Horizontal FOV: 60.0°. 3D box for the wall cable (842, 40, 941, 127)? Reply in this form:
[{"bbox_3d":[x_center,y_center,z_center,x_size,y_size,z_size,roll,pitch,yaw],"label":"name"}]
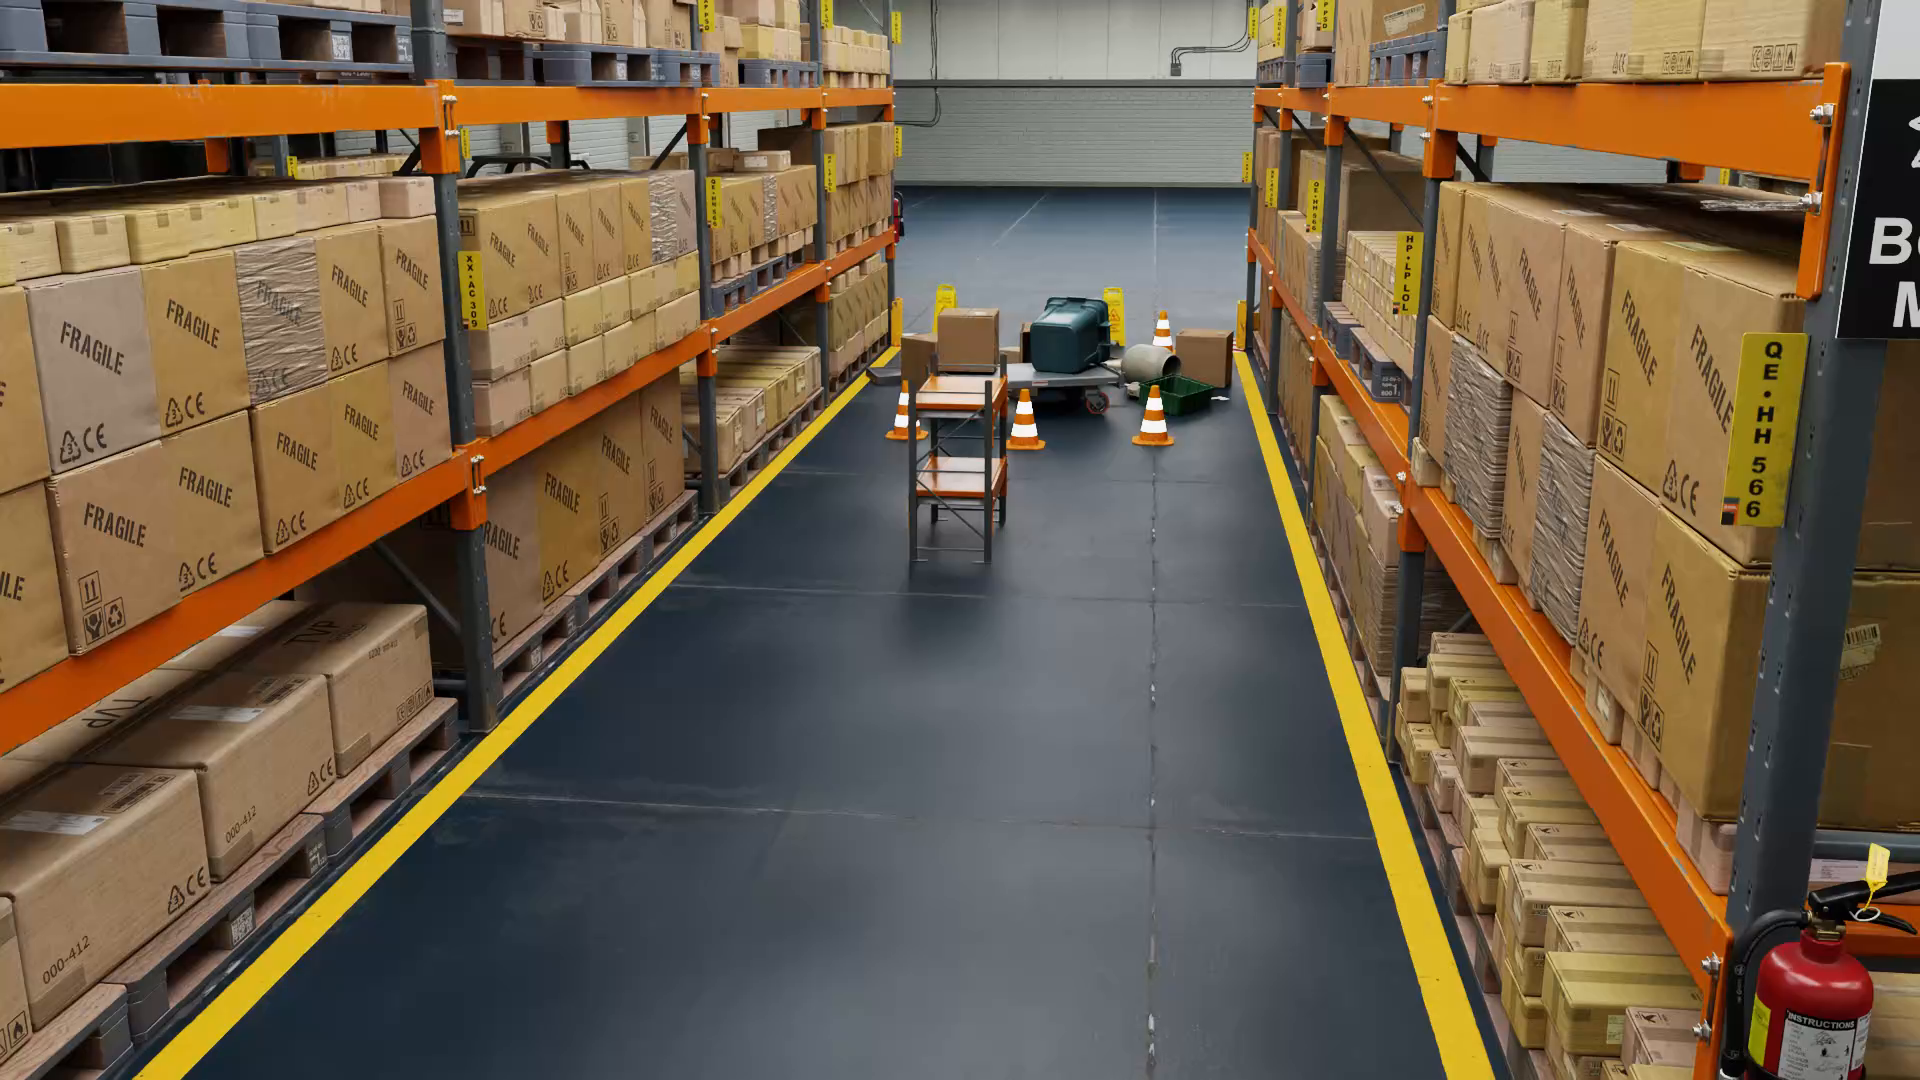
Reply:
[{"bbox_3d":[-2.117,-13.611,49.708,3.097,2.526,0.112,2,15,6],"label":"wall cable"}]

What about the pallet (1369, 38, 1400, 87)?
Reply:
[{"bbox_3d":[2.623,-2.268,7.918,1.213,0.211,1.003,2,15,6],"label":"pallet"}]

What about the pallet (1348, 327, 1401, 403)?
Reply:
[{"bbox_3d":[2.602,-0.915,8.668,1.003,0.211,1.213,2,15,6],"label":"pallet"}]

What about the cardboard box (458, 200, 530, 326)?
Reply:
[{"bbox_3d":[-2.261,-1.241,7.399,0.500,0.500,0.500,2,15,7],"label":"cardboard box"}]

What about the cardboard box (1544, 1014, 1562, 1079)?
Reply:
[{"bbox_3d":[1.793,1.383,4.457,0.380,0.149,0.250,2,15,7],"label":"cardboard box"}]

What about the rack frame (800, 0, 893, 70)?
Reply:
[{"bbox_3d":[-1.242,-6.613,17.878,1.000,3.000,0.127,2,15,6],"label":"rack frame"}]

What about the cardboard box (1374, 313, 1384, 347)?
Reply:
[{"bbox_3d":[2.356,-1.082,8.595,0.380,0.149,0.250,1,15,4],"label":"cardboard box"}]

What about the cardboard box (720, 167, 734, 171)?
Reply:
[{"bbox_3d":[-2.087,-2.831,13.819,0.500,0.500,0.500,2,15,6],"label":"cardboard box"}]

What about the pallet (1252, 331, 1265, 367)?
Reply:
[{"bbox_3d":[3.675,-2.042,17.808,1.003,0.211,1.213,2,15,6],"label":"pallet"}]

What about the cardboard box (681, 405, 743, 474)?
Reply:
[{"bbox_3d":[-2.071,-0.723,11.817,0.950,0.372,0.625,1,15,2],"label":"cardboard box"}]

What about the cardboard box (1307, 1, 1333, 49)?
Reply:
[{"bbox_3d":[2.605,-3.458,11.133,0.500,0.311,0.500,2,15,6],"label":"cardboard box"}]

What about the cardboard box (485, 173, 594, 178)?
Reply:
[{"bbox_3d":[-2.490,-1.923,9.921,0.500,0.500,0.500,2,15,6],"label":"cardboard box"}]

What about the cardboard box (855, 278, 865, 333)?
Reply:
[{"bbox_3d":[-1.250,-2.336,16.579,0.500,0.500,0.500,3,15,9],"label":"cardboard box"}]

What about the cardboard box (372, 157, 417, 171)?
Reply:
[{"bbox_3d":[-6.026,-4.001,17.709,0.380,0.149,0.250,2,15,8],"label":"cardboard box"}]

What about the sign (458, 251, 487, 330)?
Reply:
[{"bbox_3d":[-2.045,-1.045,6.969,0.100,0.325,0.005,2,15,6],"label":"sign"}]

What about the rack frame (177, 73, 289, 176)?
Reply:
[{"bbox_3d":[-6.626,-2.825,15.362,1.000,3.000,0.127,2,15,6],"label":"rack frame"}]

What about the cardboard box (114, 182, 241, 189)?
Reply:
[{"bbox_3d":[-2.890,-1.240,6.151,0.380,0.149,0.250,2,15,6],"label":"cardboard box"}]

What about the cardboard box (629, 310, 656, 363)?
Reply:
[{"bbox_3d":[-2.059,-1.168,9.521,0.500,0.250,0.500,2,15,6],"label":"cardboard box"}]

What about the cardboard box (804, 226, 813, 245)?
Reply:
[{"bbox_3d":[-1.477,-2.619,14.279,0.380,0.149,0.250,2,15,7],"label":"cardboard box"}]

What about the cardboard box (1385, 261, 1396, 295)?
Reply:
[{"bbox_3d":[2.333,-1.302,8.266,0.380,0.149,0.250,1,15,4],"label":"cardboard box"}]

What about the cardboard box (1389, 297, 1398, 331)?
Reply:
[{"bbox_3d":[2.299,-1.090,8.054,0.380,0.149,0.250,1,15,3],"label":"cardboard box"}]

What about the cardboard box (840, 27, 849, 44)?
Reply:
[{"bbox_3d":[-1.238,-4.667,15.383,0.380,0.149,0.250,2,15,6],"label":"cardboard box"}]

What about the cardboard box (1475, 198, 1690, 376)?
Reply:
[{"bbox_3d":[1.910,-0.785,5.142,0.500,0.500,0.500,2,15,7],"label":"cardboard box"}]

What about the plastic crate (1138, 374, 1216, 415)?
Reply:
[{"bbox_3d":[1.954,-1.314,15.052,0.450,0.188,0.662,22,25,31],"label":"plastic crate"}]

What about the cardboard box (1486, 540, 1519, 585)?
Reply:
[{"bbox_3d":[1.876,0.043,5.238,0.380,0.149,0.250,2,15,9],"label":"cardboard box"}]

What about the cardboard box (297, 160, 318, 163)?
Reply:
[{"bbox_3d":[-6.714,-3.753,16.789,0.380,0.149,0.250,2,15,6],"label":"cardboard box"}]

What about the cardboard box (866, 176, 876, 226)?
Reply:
[{"bbox_3d":[-1.151,-3.501,17.100,0.500,0.500,0.500,2,15,6],"label":"cardboard box"}]

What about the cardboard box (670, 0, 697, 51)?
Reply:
[{"bbox_3d":[-2.037,-3.240,10.150,0.797,0.503,0.637,1,15,3],"label":"cardboard box"}]

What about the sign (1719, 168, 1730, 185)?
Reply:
[{"bbox_3d":[8.065,-3.859,17.528,0.100,0.325,0.005,2,15,6],"label":"sign"}]

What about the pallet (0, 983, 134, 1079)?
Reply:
[{"bbox_3d":[-3.035,1.569,4.454,1.003,0.211,1.213,2,15,6],"label":"pallet"}]

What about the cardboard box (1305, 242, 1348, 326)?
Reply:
[{"bbox_3d":[2.569,-1.695,10.994,0.500,0.500,0.500,2,15,6],"label":"cardboard box"}]

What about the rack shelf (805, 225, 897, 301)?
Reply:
[{"bbox_3d":[-1.468,-2.851,16.837,1.077,0.370,4.000,2,15,6],"label":"rack shelf"}]

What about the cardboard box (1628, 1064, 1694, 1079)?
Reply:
[{"bbox_3d":[1.690,1.294,3.648,0.380,0.149,0.250,2,15,7],"label":"cardboard box"}]

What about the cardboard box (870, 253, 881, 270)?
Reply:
[{"bbox_3d":[-1.048,-2.955,17.627,0.380,0.149,0.250,2,15,8],"label":"cardboard box"}]

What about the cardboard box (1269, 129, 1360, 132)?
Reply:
[{"bbox_3d":[3.637,-3.951,17.169,0.875,0.550,0.550,2,15,6],"label":"cardboard box"}]

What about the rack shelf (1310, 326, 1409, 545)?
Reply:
[{"bbox_3d":[2.559,-0.656,8.721,1.077,0.370,4.000,2,15,6],"label":"rack shelf"}]

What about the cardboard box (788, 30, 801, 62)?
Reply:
[{"bbox_3d":[-1.615,-4.102,13.822,0.500,0.250,0.500,1,15,5],"label":"cardboard box"}]

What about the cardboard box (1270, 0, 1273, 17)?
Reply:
[{"bbox_3d":[3.132,-5.021,15.694,0.380,0.149,0.250,2,15,7],"label":"cardboard box"}]

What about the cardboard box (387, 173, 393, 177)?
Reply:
[{"bbox_3d":[-6.056,-3.792,17.505,0.380,0.149,0.250,2,15,7],"label":"cardboard box"}]

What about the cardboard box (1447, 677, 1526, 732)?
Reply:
[{"bbox_3d":[2.019,0.621,6.135,0.380,0.149,0.250,1,15,5],"label":"cardboard box"}]

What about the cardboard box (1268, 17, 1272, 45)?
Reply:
[{"bbox_3d":[3.208,-4.857,15.853,0.500,0.250,0.500,2,15,6],"label":"cardboard box"}]

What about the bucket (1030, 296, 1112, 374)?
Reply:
[{"bbox_3d":[0.961,-1.817,14.993,0.726,0.611,0.620,7,27,25],"label":"bucket"}]

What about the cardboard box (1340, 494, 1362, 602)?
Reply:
[{"bbox_3d":[2.287,0.054,8.702,0.500,0.500,0.500,1,15,5],"label":"cardboard box"}]

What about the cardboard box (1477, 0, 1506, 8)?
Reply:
[{"bbox_3d":[1.980,-1.855,5.359,0.500,0.250,0.500,2,15,6],"label":"cardboard box"}]

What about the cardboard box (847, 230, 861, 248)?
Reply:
[{"bbox_3d":[-1.186,-2.962,16.351,0.380,0.149,0.250,2,15,7],"label":"cardboard box"}]

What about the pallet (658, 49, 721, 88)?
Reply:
[{"bbox_3d":[-2.165,-2.830,9.998,1.213,0.211,1.003,2,15,9],"label":"pallet"}]

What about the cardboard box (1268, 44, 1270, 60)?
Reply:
[{"bbox_3d":[3.131,-4.637,15.804,0.380,0.149,0.250,2,15,6],"label":"cardboard box"}]

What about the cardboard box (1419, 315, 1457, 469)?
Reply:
[{"bbox_3d":[2.027,-0.556,6.210,0.500,0.500,0.500,1,15,5],"label":"cardboard box"}]

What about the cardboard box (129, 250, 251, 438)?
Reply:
[{"bbox_3d":[-2.553,-0.612,5.070,0.500,0.500,0.500,2,15,6],"label":"cardboard box"}]

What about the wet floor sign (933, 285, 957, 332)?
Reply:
[{"bbox_3d":[-0.158,-2.598,19.035,0.267,0.644,0.232,7,17,25],"label":"wet floor sign"}]

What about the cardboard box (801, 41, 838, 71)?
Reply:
[{"bbox_3d":[-1.372,-4.305,14.806,0.500,0.250,0.500,1,15,5],"label":"cardboard box"}]

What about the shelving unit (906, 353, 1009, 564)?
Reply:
[{"bbox_3d":[-0.001,-0.541,10.509,0.538,1.125,1.048,2,15,6],"label":"shelving unit"}]

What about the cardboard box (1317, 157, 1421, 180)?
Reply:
[{"bbox_3d":[3.014,-2.566,12.300,0.700,0.500,0.500,2,15,6],"label":"cardboard box"}]

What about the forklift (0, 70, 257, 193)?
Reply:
[{"bbox_3d":[-4.810,-1.313,9.903,1.130,2.935,3.031,1,15,3],"label":"forklift"}]

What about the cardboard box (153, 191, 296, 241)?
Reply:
[{"bbox_3d":[-2.493,-1.098,5.625,0.380,0.149,0.250,2,15,6],"label":"cardboard box"}]

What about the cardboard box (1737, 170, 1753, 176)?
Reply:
[{"bbox_3d":[8.272,-3.965,16.902,0.500,0.500,0.500,2,15,6],"label":"cardboard box"}]

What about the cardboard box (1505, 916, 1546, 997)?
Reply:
[{"bbox_3d":[1.761,1.167,4.685,0.380,0.149,0.250,2,15,7],"label":"cardboard box"}]
